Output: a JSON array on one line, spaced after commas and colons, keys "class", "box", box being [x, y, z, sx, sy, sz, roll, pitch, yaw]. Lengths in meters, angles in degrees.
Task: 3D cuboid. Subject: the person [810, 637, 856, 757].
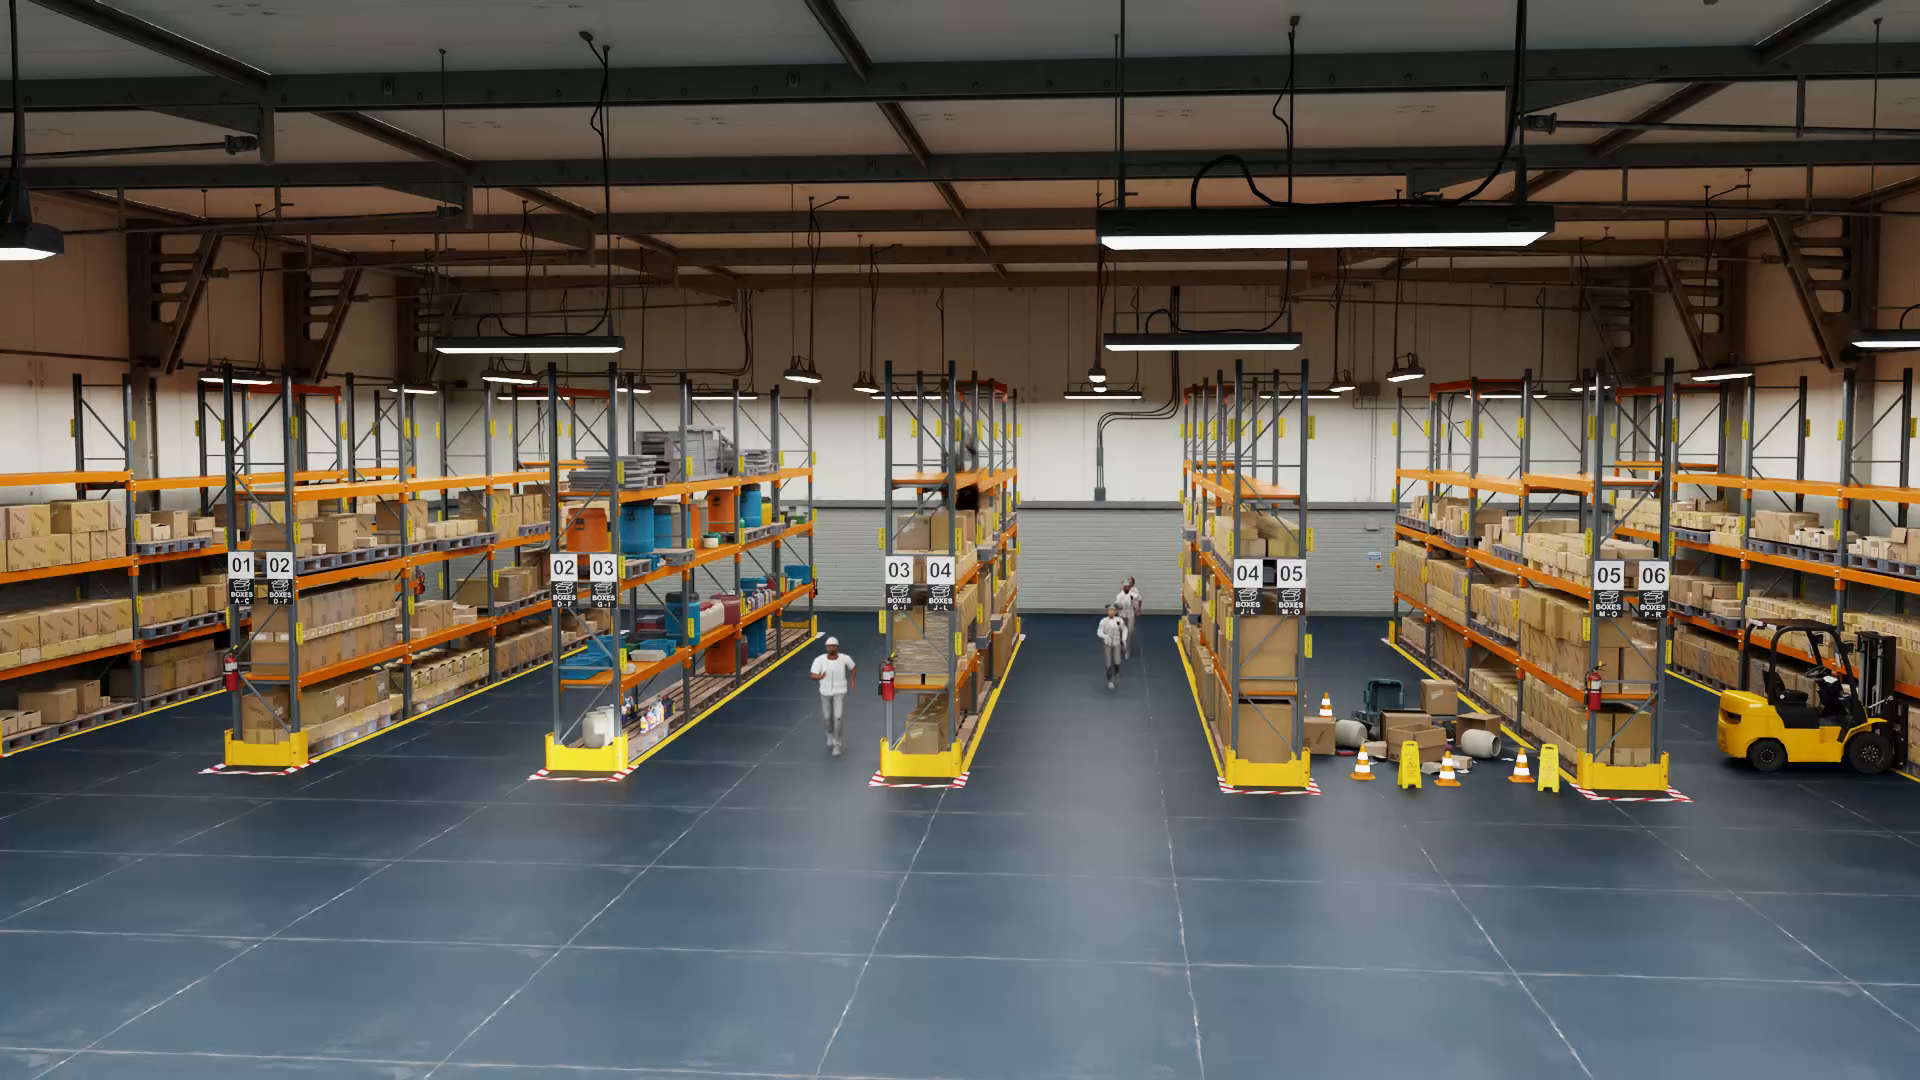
[{"class": "person", "box": [-1.979, 2.401, 25.862, 0.683, 1.802, 0.883, 0, 4, 2]}]

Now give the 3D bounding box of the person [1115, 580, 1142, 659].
[{"class": "person", "box": [3.728, 1.713, 36.903, 0.588, 1.681, 0.935, 1, 4, 15]}]

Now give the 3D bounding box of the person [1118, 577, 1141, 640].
[{"class": "person", "box": [4.016, 1.641, 39.621, 0.586, 1.537, 0.501, 3, 5, 38]}]

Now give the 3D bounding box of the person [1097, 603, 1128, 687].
[{"class": "person", "box": [2.963, 2.048, 32.242, 0.597, 1.660, 0.569, 0, 4, 4]}]
